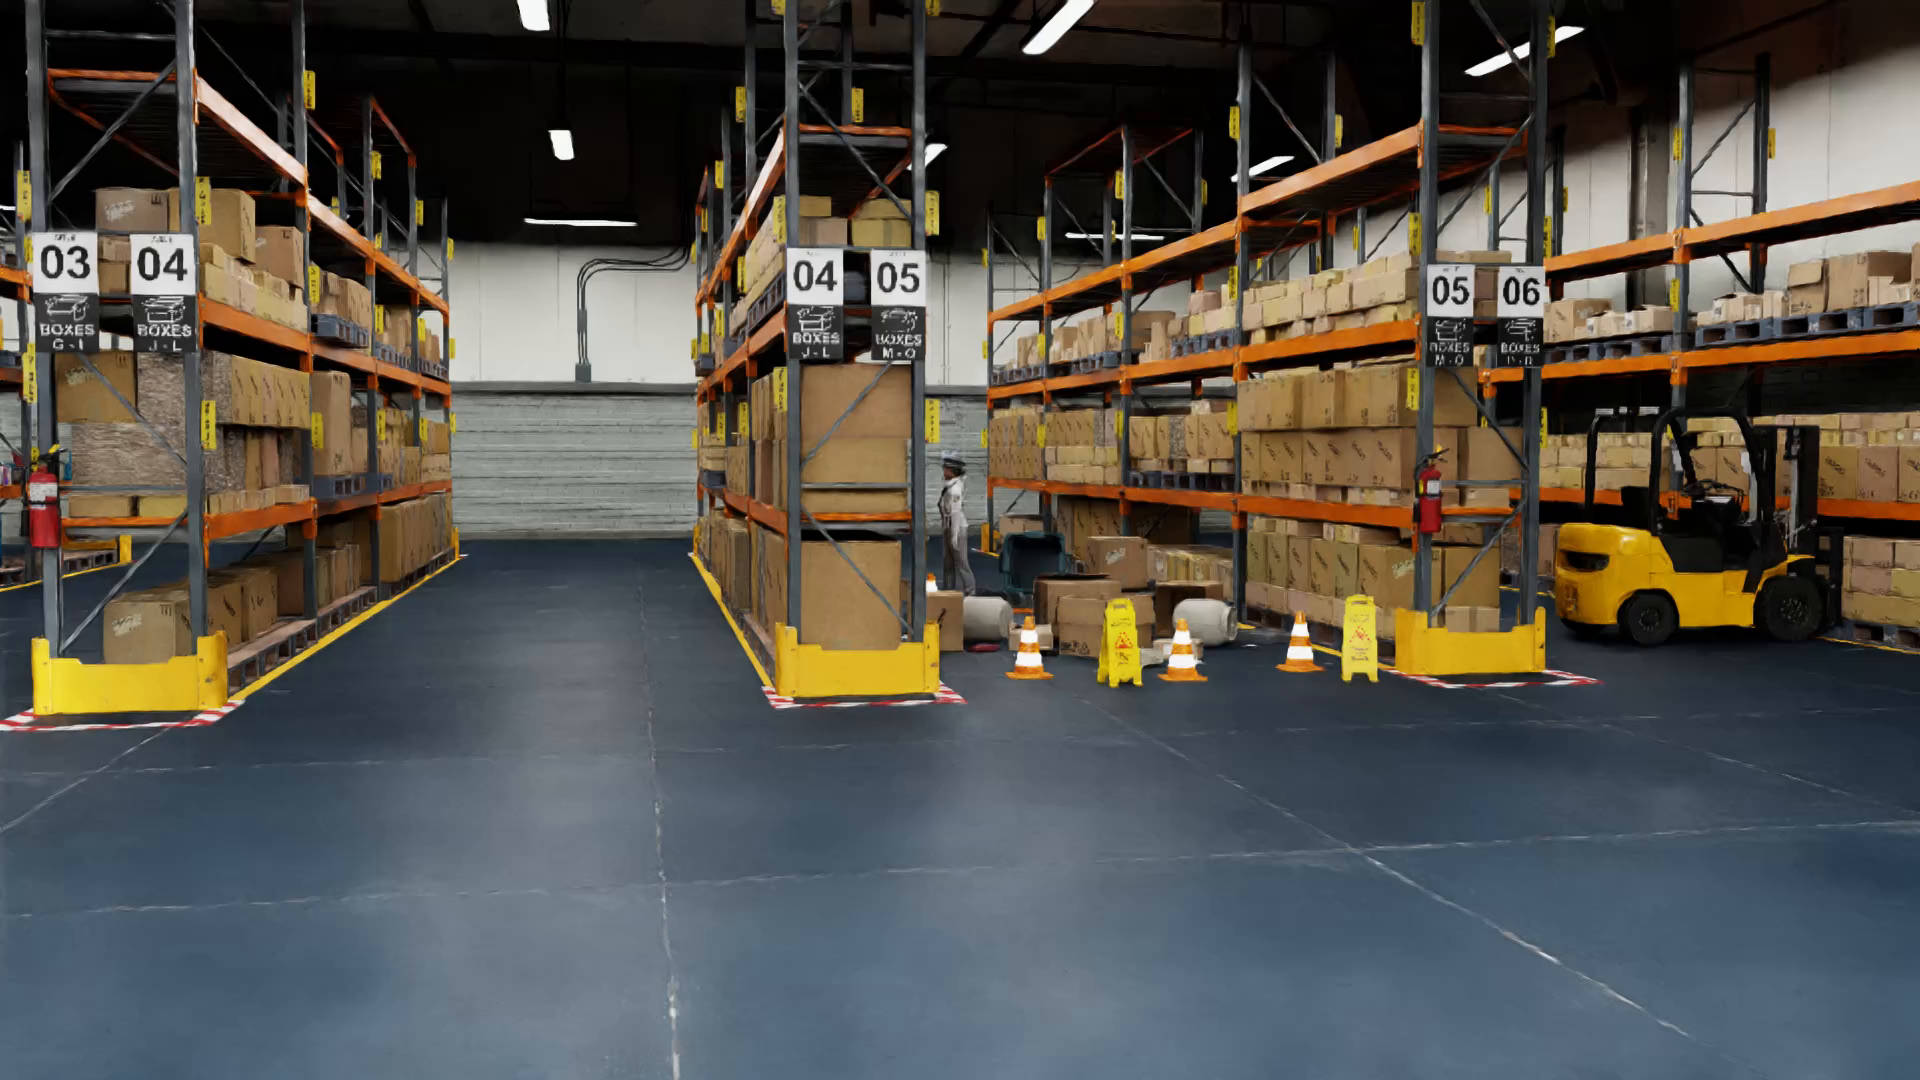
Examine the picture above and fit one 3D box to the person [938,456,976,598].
[{"bbox_3d":[-0.094,-0.089,18.328,0.552,1.669,0.631,0,3,-5],"label":"person"}]
